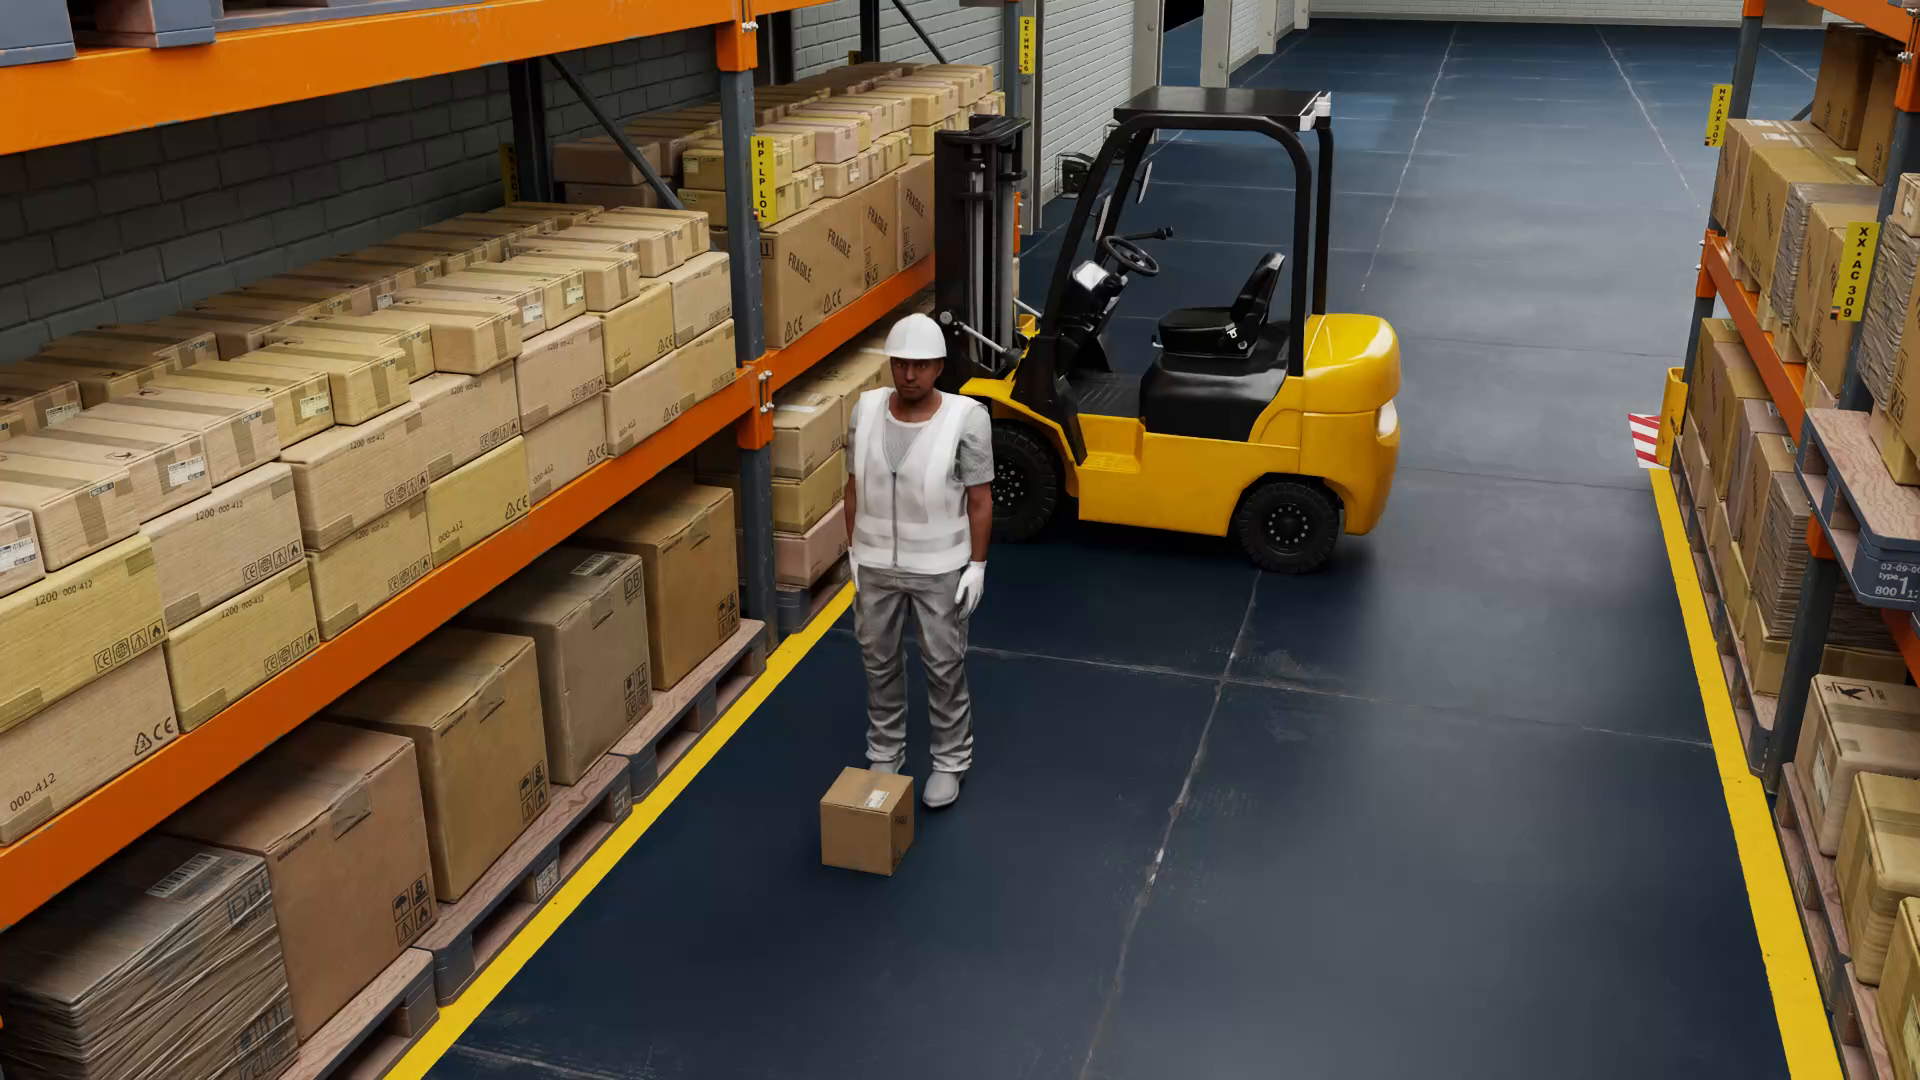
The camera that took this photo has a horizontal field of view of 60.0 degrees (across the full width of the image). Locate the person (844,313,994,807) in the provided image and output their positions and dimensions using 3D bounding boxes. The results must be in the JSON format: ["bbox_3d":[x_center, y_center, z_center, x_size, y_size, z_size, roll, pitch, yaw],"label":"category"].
[{"bbox_3d":[-0.154,0.091,5.860,0.545,1.803,0.350,7,23,17],"label":"person"}]
